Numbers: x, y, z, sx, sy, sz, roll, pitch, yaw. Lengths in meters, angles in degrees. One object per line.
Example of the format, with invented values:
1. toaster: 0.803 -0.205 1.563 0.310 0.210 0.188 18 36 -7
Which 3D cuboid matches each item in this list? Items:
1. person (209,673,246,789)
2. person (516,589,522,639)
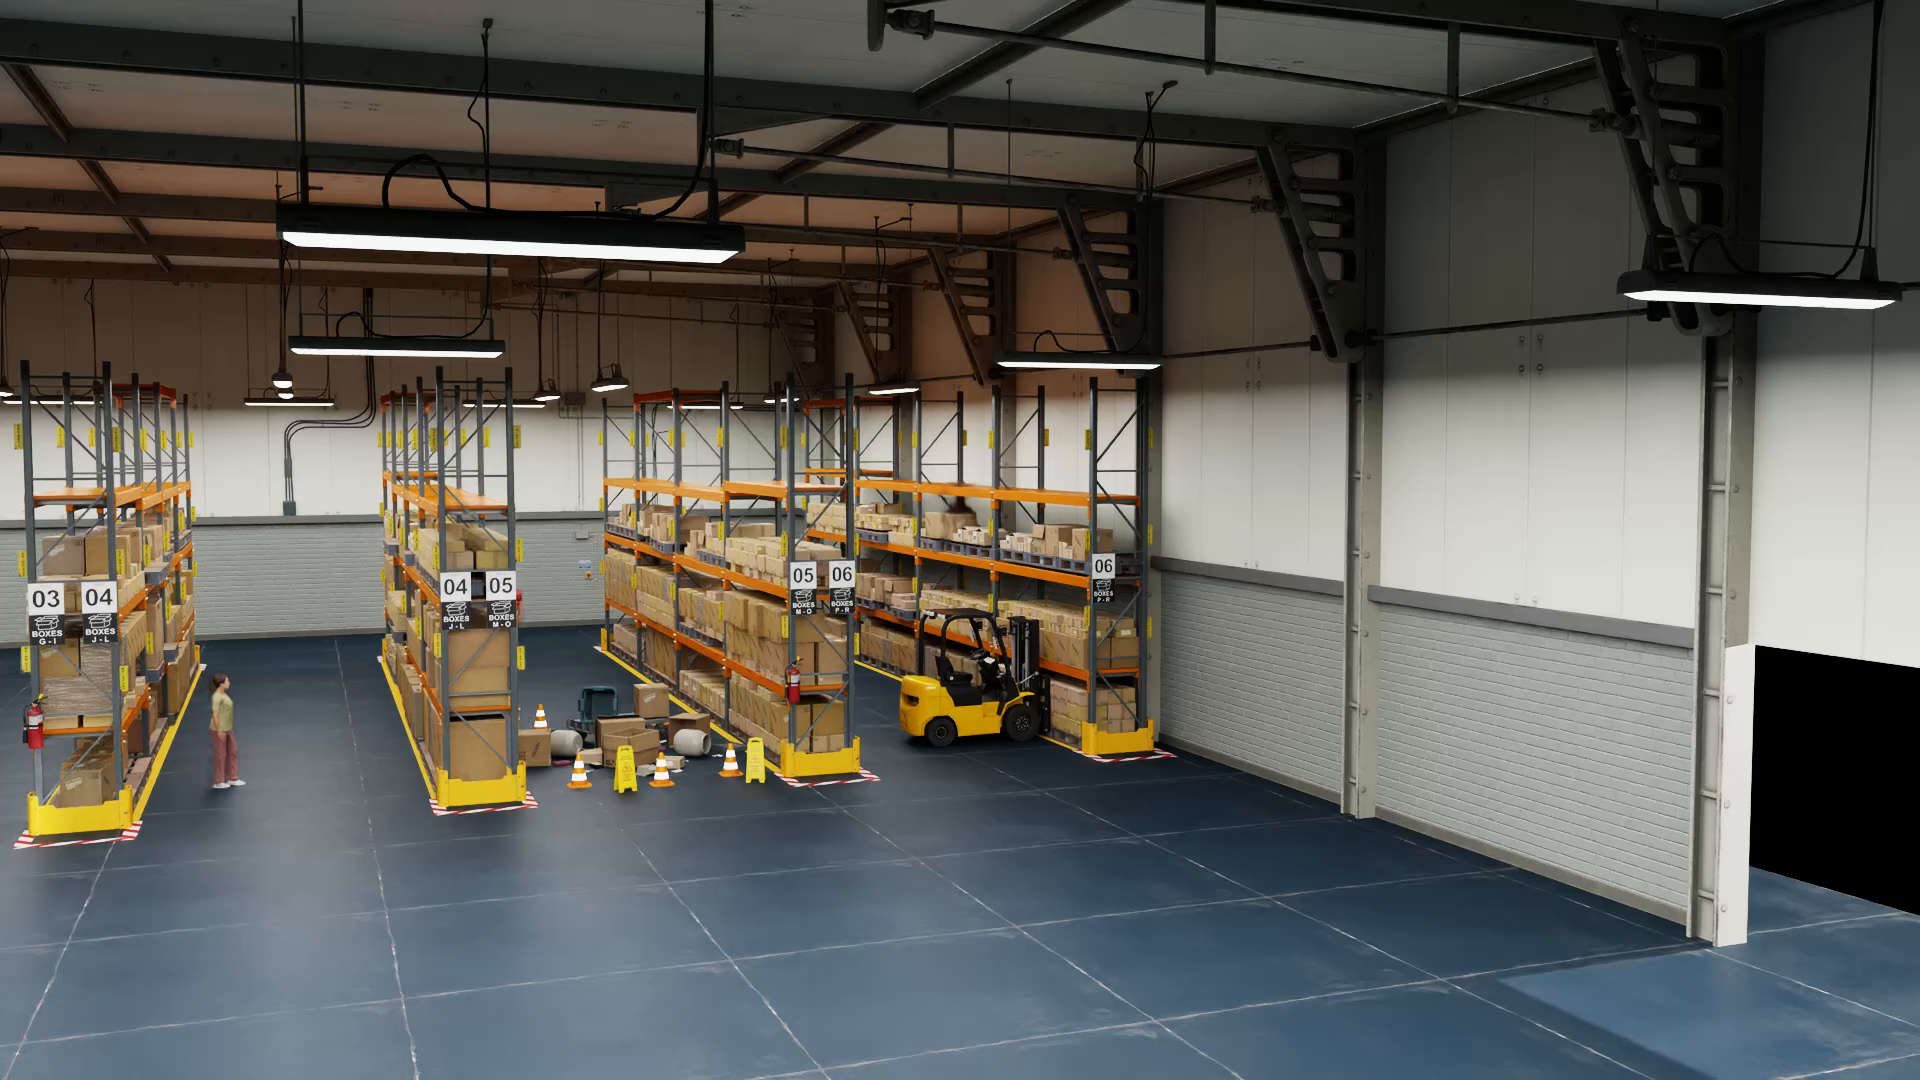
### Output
1. person: -10.572 2.741 23.902 0.396 1.666 0.511 0 3 5
2. person: -10.616 1.796 39.228 0.575 1.755 0.442 1 3 9
